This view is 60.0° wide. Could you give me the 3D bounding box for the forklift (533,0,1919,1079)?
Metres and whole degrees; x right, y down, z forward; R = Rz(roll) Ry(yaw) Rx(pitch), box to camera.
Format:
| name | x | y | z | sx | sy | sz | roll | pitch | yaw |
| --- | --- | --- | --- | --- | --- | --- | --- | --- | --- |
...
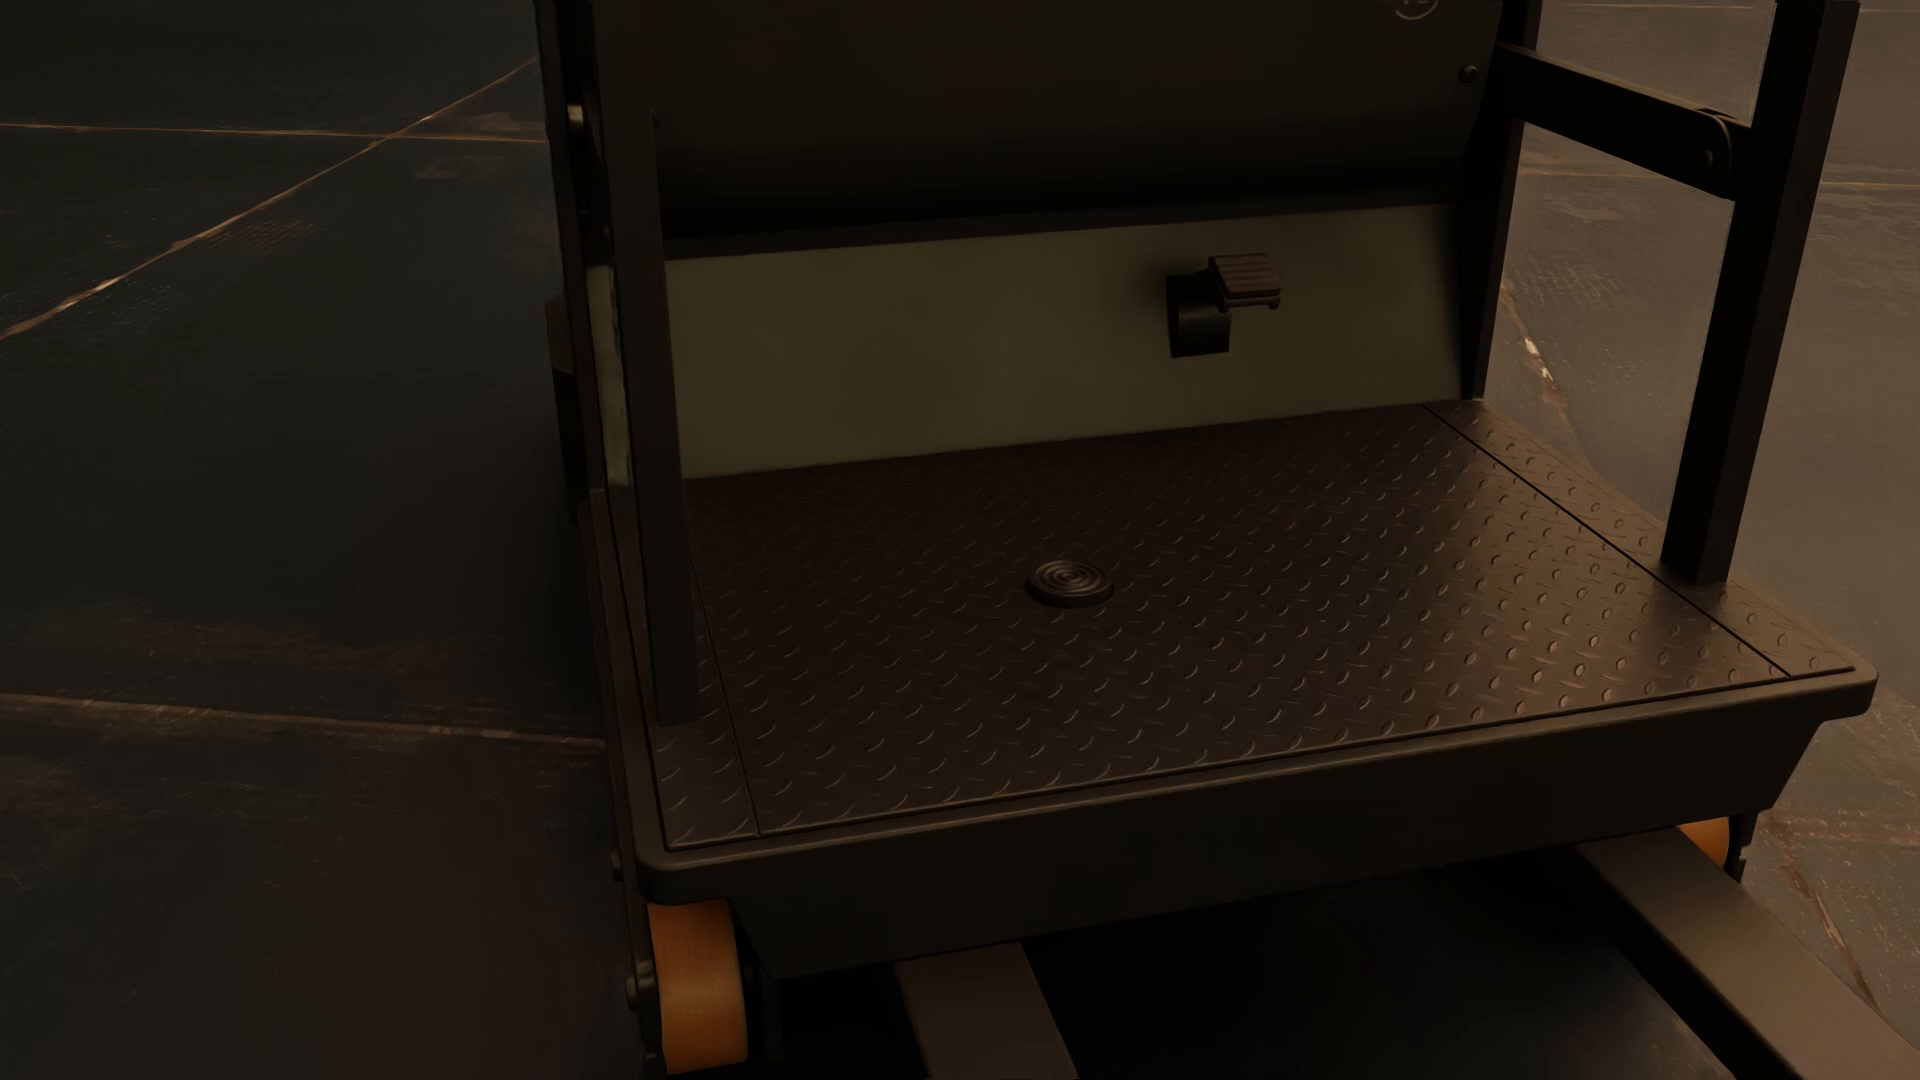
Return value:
| name | x | y | z | sx | sy | sz | roll | pitch | yaw |
| --- | --- | --- | --- | --- | --- | --- | --- | --- | --- |
| forklift | 0.172 | -1.016 | 1.254 | 1.130 | 2.935 | 3.031 | -7 | 27 | -13 |
